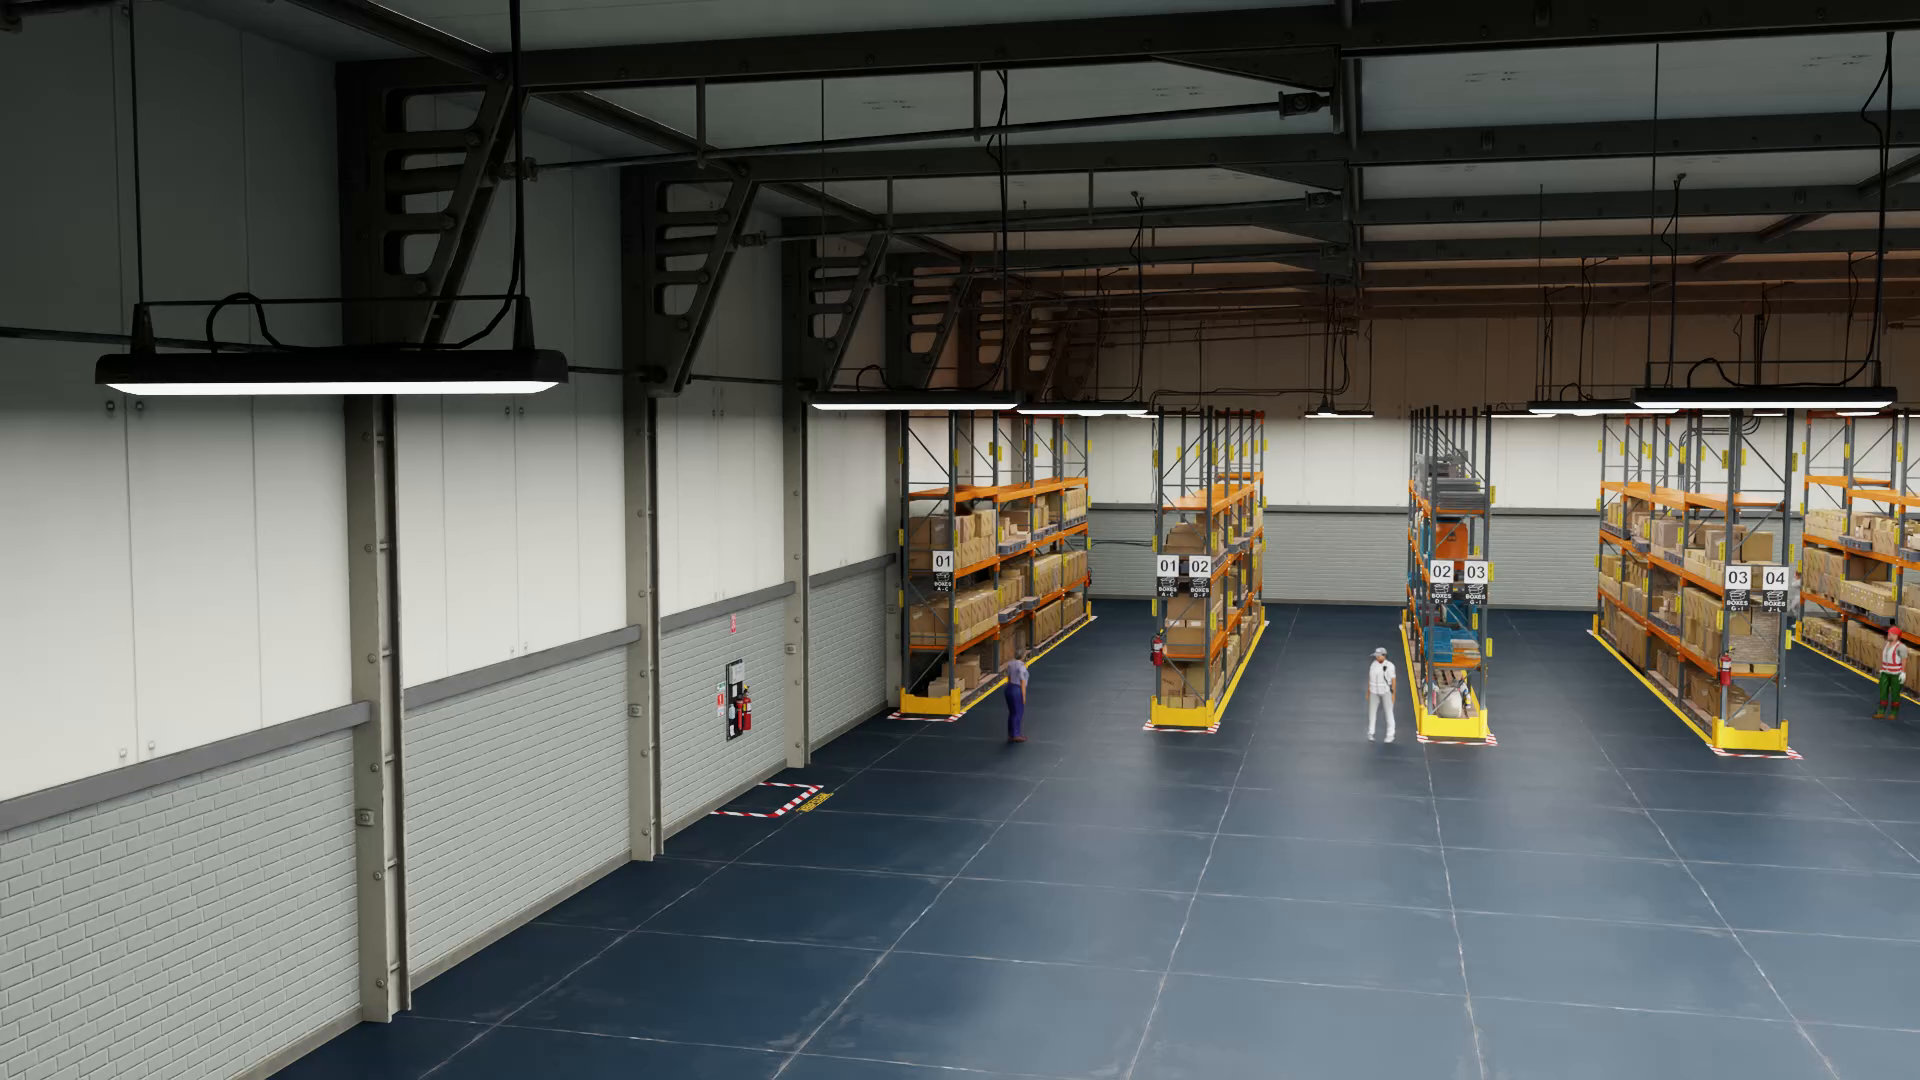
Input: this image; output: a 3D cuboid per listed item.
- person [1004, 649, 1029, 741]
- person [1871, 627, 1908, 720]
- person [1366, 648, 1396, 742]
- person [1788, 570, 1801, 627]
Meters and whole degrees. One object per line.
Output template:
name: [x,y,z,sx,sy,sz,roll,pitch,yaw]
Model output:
person: [1.022,2.773,29.751,0.386,1.644,0.505,-3,5,-32]
person: [17.835,2.561,31.831,0.423,1.801,0.588,-2,5,-26]
person: [7.524,2.752,29.761,0.525,1.670,0.432,3,5,38]
person: [23.037,1.626,45.853,0.425,1.606,0.406,0,4,5]
